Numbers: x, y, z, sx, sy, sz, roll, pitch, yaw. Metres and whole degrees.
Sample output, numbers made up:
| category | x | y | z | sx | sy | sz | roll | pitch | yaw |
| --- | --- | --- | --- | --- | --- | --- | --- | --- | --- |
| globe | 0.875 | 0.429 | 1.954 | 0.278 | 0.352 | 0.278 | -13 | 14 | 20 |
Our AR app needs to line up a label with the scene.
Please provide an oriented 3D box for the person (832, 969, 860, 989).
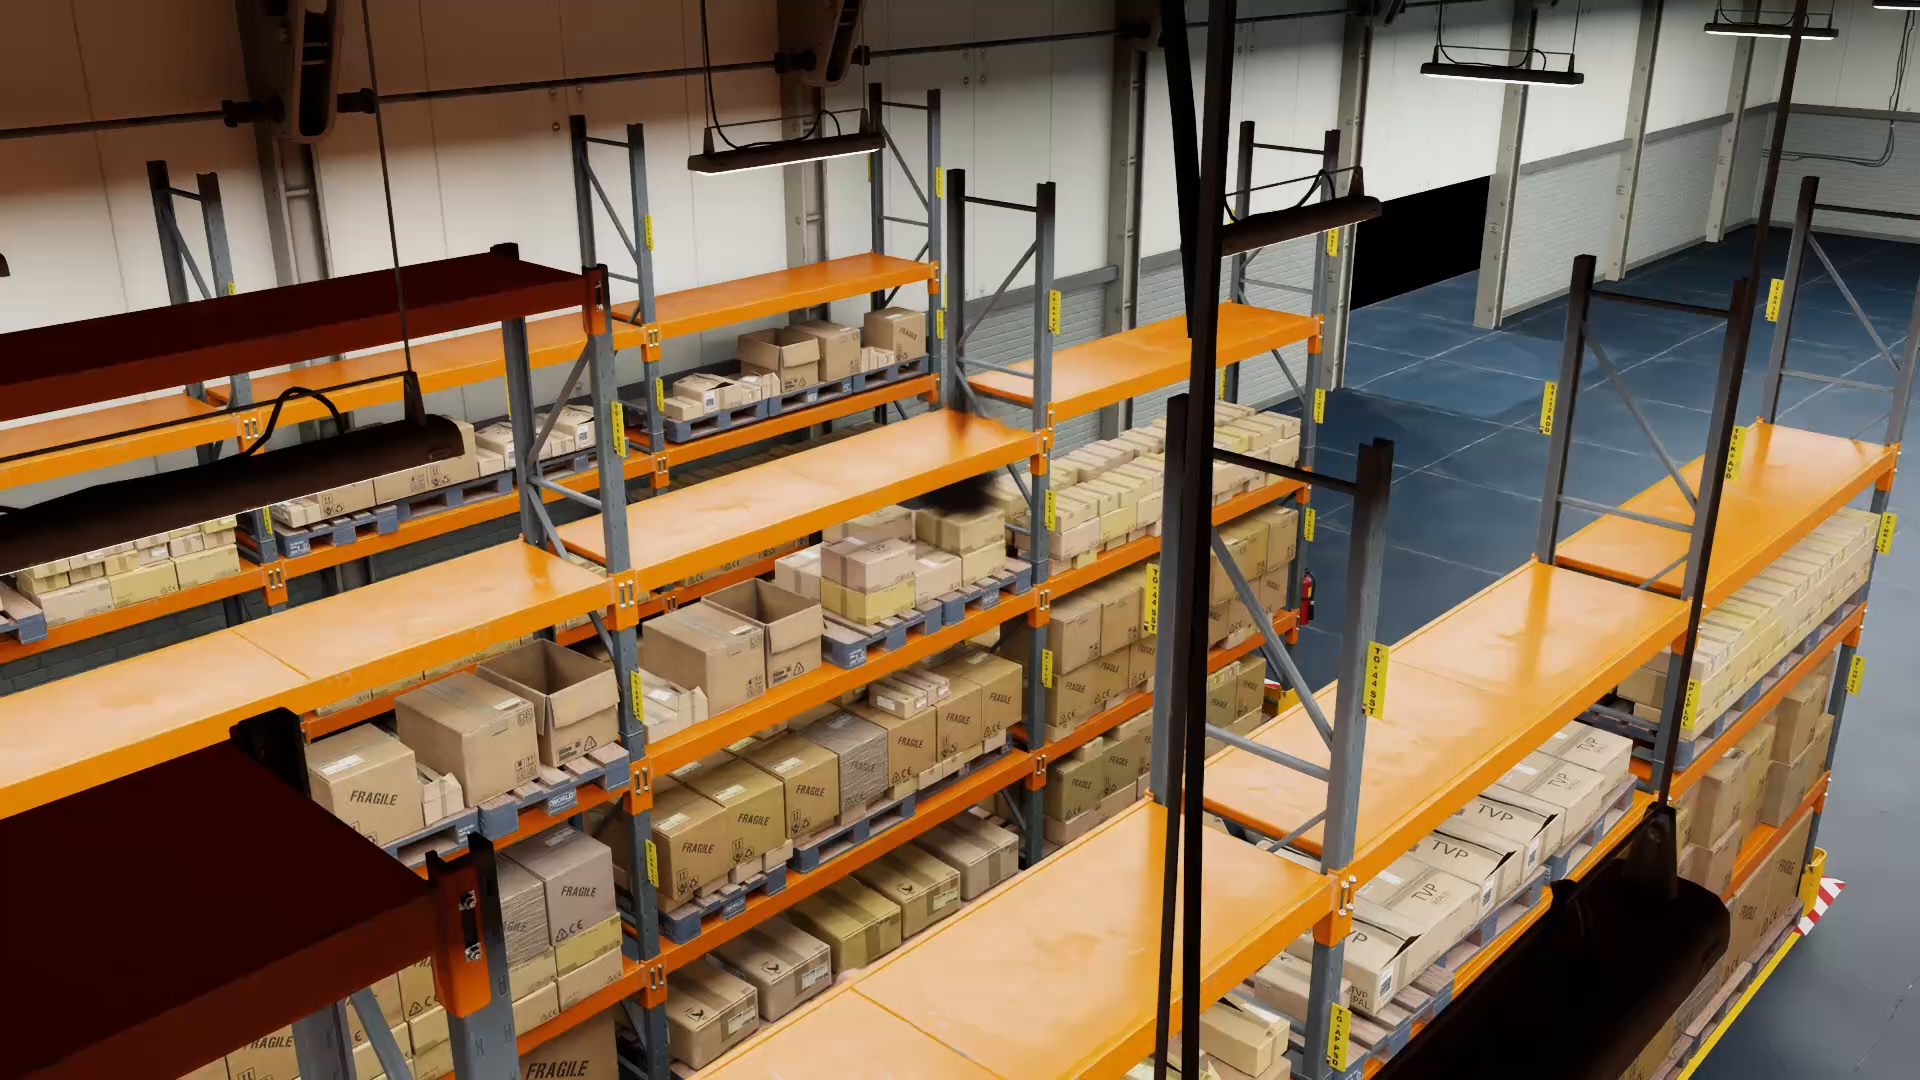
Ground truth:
| category | x | y | z | sx | sy | sz | roll | pitch | yaw |
| --- | --- | --- | --- | --- | --- | --- | --- | --- | --- |
| person | -0.578 | 3.442 | 10.914 | 0.646 | 1.489 | 0.765 | -7 | 22 | -17 |
